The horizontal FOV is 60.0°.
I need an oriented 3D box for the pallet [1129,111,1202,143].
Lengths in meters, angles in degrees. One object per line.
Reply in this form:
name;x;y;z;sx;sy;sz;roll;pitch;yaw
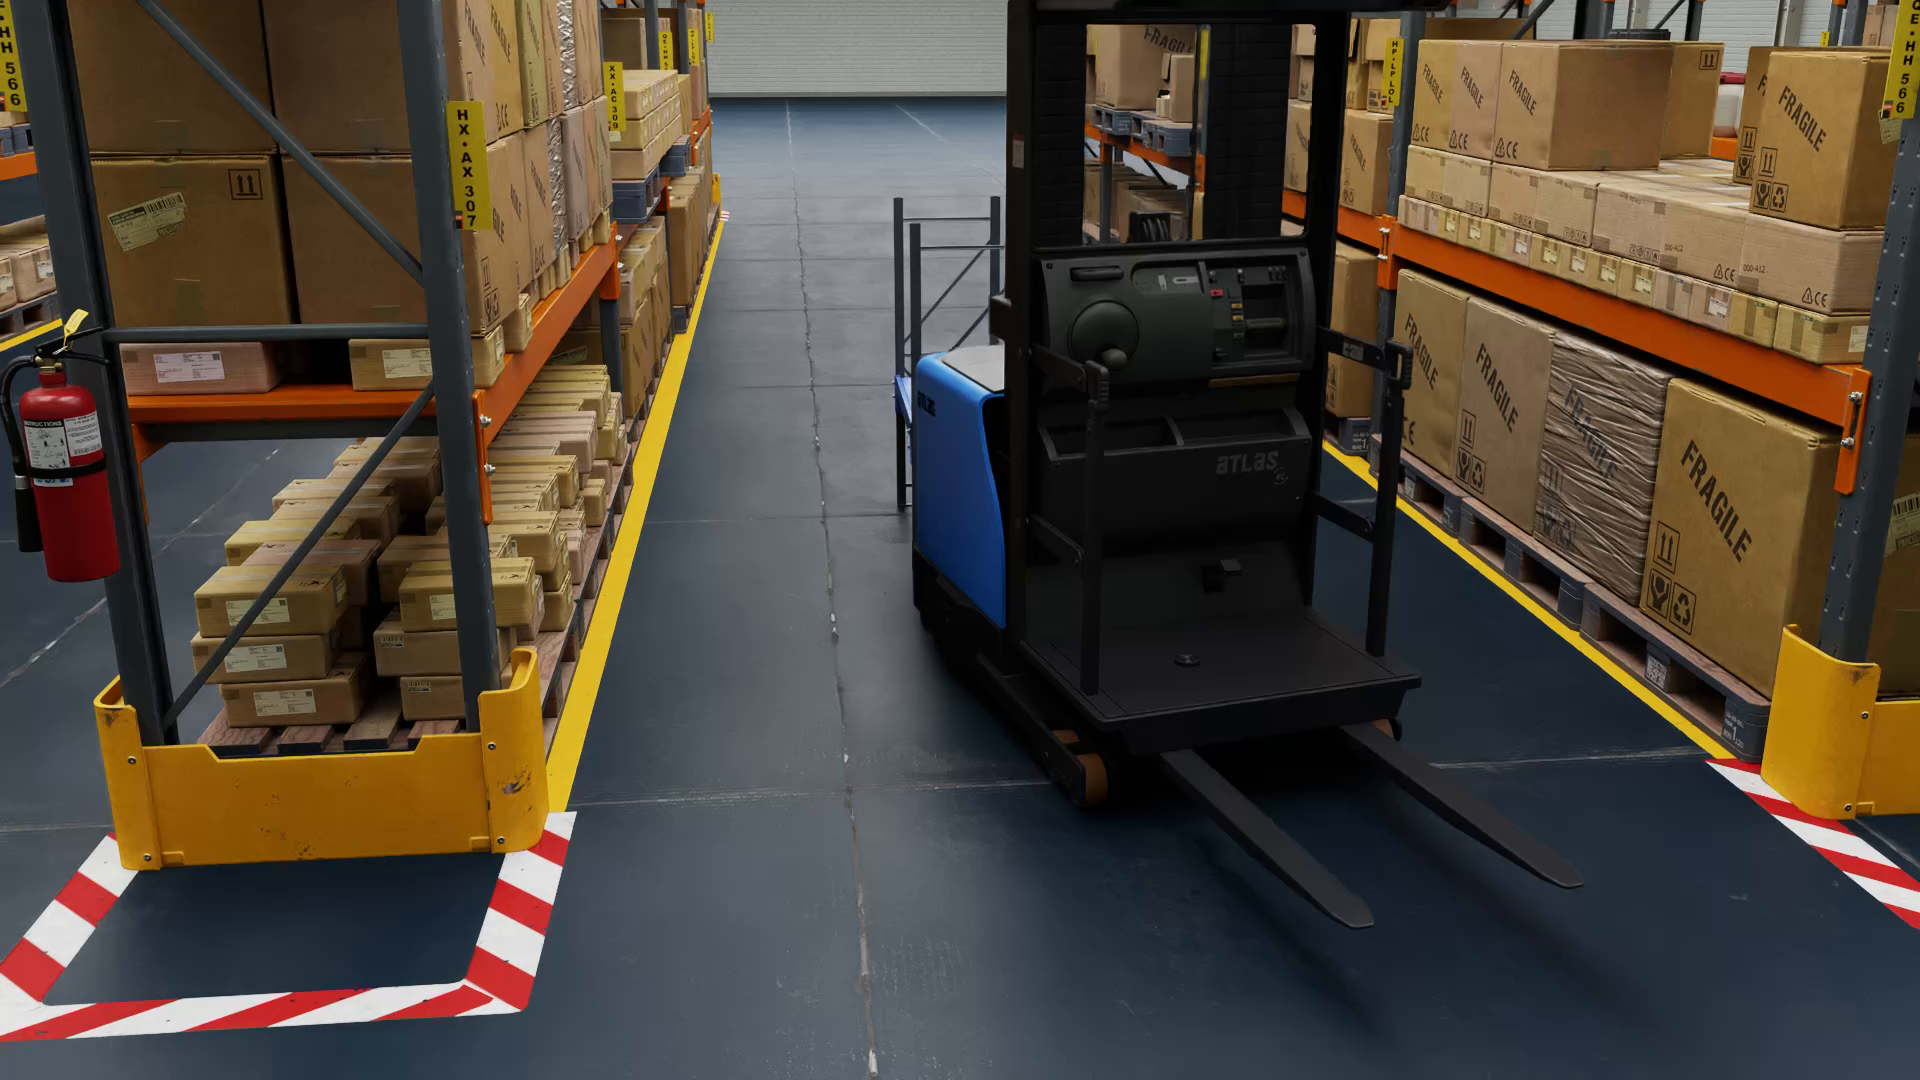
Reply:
pallet;2.057;-3.544;14.279;1.003;0.211;1.213;-2;18;-6

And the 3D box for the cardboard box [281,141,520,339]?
cardboard box;-1.588;-0.873;4.786;0.500;0.500;0.500;-1;17;-3

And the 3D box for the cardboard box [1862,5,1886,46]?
cardboard box;11.372;-6.247;20.236;0.700;0.500;0.500;-2;18;-5

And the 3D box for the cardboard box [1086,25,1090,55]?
cardboard box;1.517;-5.180;16.837;0.500;0.500;0.500;-2;18;-6

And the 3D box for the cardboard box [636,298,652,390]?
cardboard box;-2.098;-1.126;9.729;0.500;0.500;0.500;-1;17;-3

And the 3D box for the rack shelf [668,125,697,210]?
rack shelf;-2.848;-3.177;13.990;1.077;0.370;4.000;-2;18;-6

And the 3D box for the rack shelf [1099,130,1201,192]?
rack shelf;2.096;-3.300;14.382;1.077;0.370;4.000;-2;18;-6

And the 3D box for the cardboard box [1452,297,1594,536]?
cardboard box;2.796;-0.575;7.347;0.875;0.875;0.875;-2;18;-6

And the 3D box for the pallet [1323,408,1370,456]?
pallet;2.560;-0.753;9.723;1.003;0.211;1.213;-2;18;-6

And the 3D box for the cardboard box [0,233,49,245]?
cardboard box;-7.760;-2.302;13.689;0.950;0.372;0.625;-1;17;-4

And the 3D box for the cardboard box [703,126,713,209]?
cardboard box;-3.331;-4.294;19.194;0.875;0.875;0.875;-2;18;-5

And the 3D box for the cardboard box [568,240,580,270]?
cardboard box;-1.804;-1.222;6.982;0.380;0.149;0.250;-3;18;-8

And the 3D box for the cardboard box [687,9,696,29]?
cardboard box;-3.149;-5.139;16.986;0.875;0.550;0.550;-2;18;-6

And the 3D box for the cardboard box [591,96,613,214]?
cardboard box;-1.898;-1.787;7.697;0.500;0.500;0.500;-2;18;-6

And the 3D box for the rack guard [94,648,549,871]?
rack guard;-1.824;0.629;4.839;1.175;0.500;0.348;-2;18;-6

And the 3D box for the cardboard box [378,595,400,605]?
cardboard box;-2.185;0.241;5.961;0.380;0.149;0.250;-2;18;-5

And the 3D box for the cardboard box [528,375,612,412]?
cardboard box;-1.868;-0.684;7.912;0.380;0.149;0.250;-2;17;-5

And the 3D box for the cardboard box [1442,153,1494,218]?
cardboard box;2.549;-1.630;7.614;0.500;0.250;0.500;-2;18;-6

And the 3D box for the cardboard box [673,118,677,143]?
cardboard box;-2.083;-2.721;11.056;0.380;0.149;0.250;-1;17;-5

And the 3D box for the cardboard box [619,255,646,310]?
cardboard box;-2.100;-1.485;9.620;0.500;0.250;0.500;-1;17;-4

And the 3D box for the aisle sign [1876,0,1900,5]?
aisle sign;11.616;-7.005;20.641;0.394;0.787;0.004;-2;18;-6

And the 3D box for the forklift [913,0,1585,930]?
forklift;0.771;-0.718;5.072;1.130;2.935;3.031;-6;18;-18

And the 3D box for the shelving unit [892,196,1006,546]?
shelving unit;-0.009;-0.741;7.533;0.538;1.500;1.048;-2;18;-6

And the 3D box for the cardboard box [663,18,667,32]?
cardboard box;-2.942;-4.340;14.657;0.700;0.500;0.500;-2;18;-7

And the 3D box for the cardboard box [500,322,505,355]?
cardboard box;-1.591;-0.602;5.007;0.380;0.149;0.250;-1;17;-4

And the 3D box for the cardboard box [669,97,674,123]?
cardboard box;-2.053;-2.781;10.750;0.380;0.149;0.250;-2;18;-6

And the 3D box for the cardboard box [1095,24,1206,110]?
cardboard box;1.833;-4.485;15.252;1.000;1.000;1.000;-2;18;-5

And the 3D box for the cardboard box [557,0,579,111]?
cardboard box;-1.814;-1.961;6.582;0.500;0.500;0.500;-1;17;-4

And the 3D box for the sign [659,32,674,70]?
sign;-2.103;-3.459;11.885;0.100;0.325;0.005;-2;18;-6

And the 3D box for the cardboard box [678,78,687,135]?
cardboard box;-2.630;-3.715;14.337;0.500;0.500;0.500;-2;17;-5

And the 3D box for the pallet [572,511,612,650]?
pallet;-1.996;0.161;6.811;1.003;0.211;1.213;-2;18;-6

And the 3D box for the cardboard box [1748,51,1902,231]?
cardboard box;2.816;-1.229;5.086;0.500;0.500;0.500;-2;17;-5

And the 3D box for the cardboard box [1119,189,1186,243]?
cardboard box;1.932;-3.073;15.896;0.700;0.500;0.500;-3;18;-10

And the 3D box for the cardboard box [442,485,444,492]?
cardboard box;-2.341;-0.212;6.908;0.380;0.149;0.250;-2;18;-6

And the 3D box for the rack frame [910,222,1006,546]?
rack frame;0.044;-0.590;7.051;0.500;1.500;0.032;-2;18;-6

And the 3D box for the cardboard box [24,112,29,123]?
cardboard box;-7.522;-3.407;13.241;0.380;0.149;0.250;-1;17;-4

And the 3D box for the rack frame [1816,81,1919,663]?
rack frame;3.128;-0.664;4.784;1.000;3.000;0.127;-2;18;-6

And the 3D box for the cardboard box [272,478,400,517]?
cardboard box;-2.292;-0.122;6.123;0.380;0.149;0.250;-1;17;-4

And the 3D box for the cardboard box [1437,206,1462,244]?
cardboard box;2.470;-1.481;7.805;0.380;0.149;0.250;-1;17;-4

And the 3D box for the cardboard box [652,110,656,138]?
cardboard box;-1.895;-2.318;9.275;0.380;0.149;0.250;-3;18;-8

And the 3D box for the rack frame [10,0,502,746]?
rack frame;-1.816;-0.541;4.392;1.000;3.000;0.127;-2;18;-6

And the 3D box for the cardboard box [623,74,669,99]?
cardboard box;-2.034;-2.852;10.480;0.380;0.149;0.250;-2;18;-6

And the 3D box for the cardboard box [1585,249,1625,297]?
cardboard box;2.629;-1.022;6.343;0.380;0.149;0.250;-2;18;-5

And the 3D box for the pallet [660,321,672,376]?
pallet;-2.562;-1.361;11.660;1.003;0.211;1.213;-2;18;-6

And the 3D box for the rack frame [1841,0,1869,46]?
rack frame;7.229;-3.200;12.864;1.000;3.000;0.127;-2;18;-6

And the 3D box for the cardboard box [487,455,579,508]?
cardboard box;-1.688;-0.223;6.445;0.380;0.149;0.250;-2;17;-5

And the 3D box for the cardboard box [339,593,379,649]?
cardboard box;-2.128;0.249;5.438;0.380;0.149;0.250;-2;18;-7

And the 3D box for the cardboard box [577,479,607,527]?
cardboard box;-1.743;-0.158;7.231;0.380;0.149;0.250;-2;18;-6

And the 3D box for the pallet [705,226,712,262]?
pallet;-3.055;-3.015;16.927;1.003;0.211;1.213;-2;18;-6

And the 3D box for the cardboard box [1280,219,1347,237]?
cardboard box;2.536;-1.499;10.289;1.225;0.875;0.875;-2;18;-8

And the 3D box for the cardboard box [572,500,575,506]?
cardboard box;-1.813;-0.238;6.988;0.380;0.149;0.250;-3;18;-8

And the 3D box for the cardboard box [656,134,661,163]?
cardboard box;-1.920;-2.252;9.562;0.380;0.149;0.250;-3;18;-8

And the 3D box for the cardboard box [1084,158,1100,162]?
cardboard box;1.525;-4.252;19.685;0.500;0.500;0.500;1;17;5

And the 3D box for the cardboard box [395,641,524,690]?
cardboard box;-1.661;0.378;5.525;0.380;0.149;0.250;-2;18;-6

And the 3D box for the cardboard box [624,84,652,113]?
cardboard box;-1.871;-2.388;9.000;0.380;0.149;0.250;-2;18;-5
